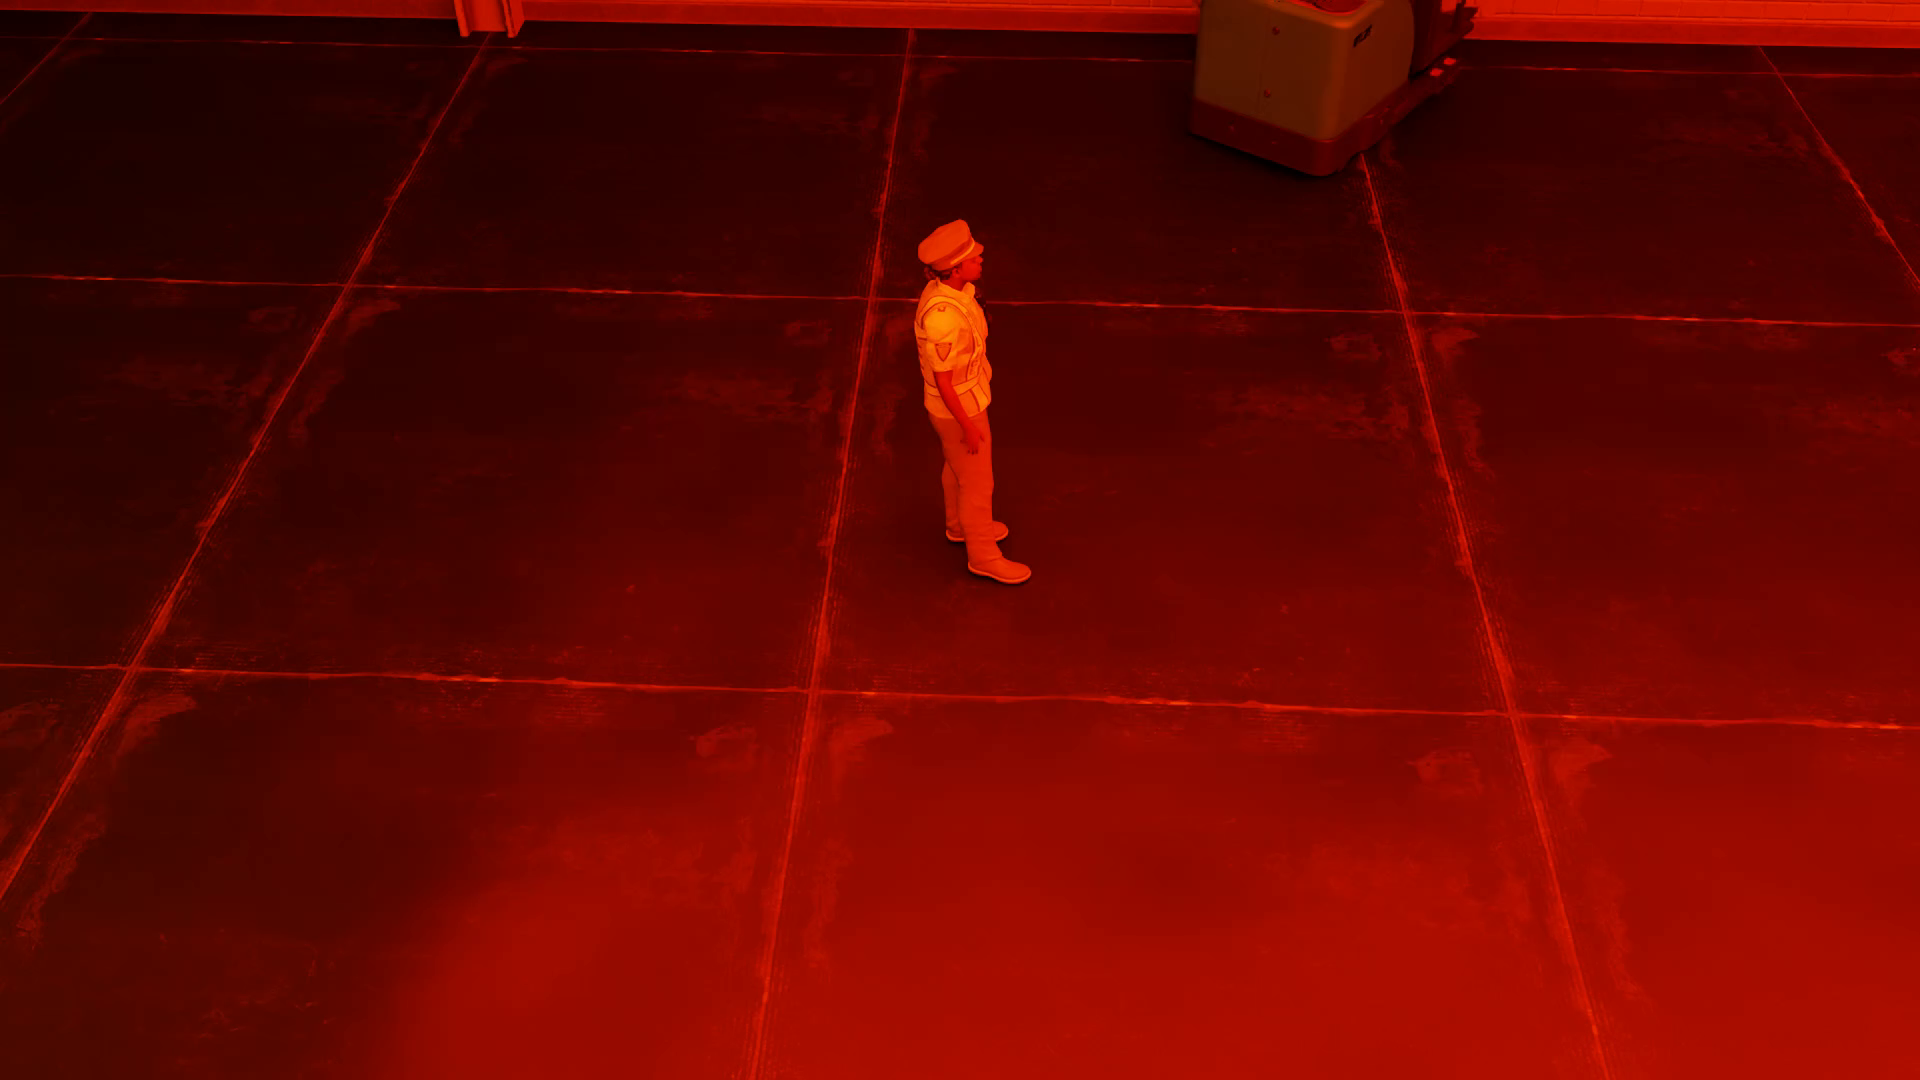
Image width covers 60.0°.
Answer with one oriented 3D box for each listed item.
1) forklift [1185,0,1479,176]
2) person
[{"bbox_3d":[2.751,-4.271,10.421,1.130,2.935,3.031,27,49,27],"label":"forklift"},{"bbox_3d":[0.074,-0.615,7.323,0.530,1.695,0.569,2,42,2],"label":"person"}]
